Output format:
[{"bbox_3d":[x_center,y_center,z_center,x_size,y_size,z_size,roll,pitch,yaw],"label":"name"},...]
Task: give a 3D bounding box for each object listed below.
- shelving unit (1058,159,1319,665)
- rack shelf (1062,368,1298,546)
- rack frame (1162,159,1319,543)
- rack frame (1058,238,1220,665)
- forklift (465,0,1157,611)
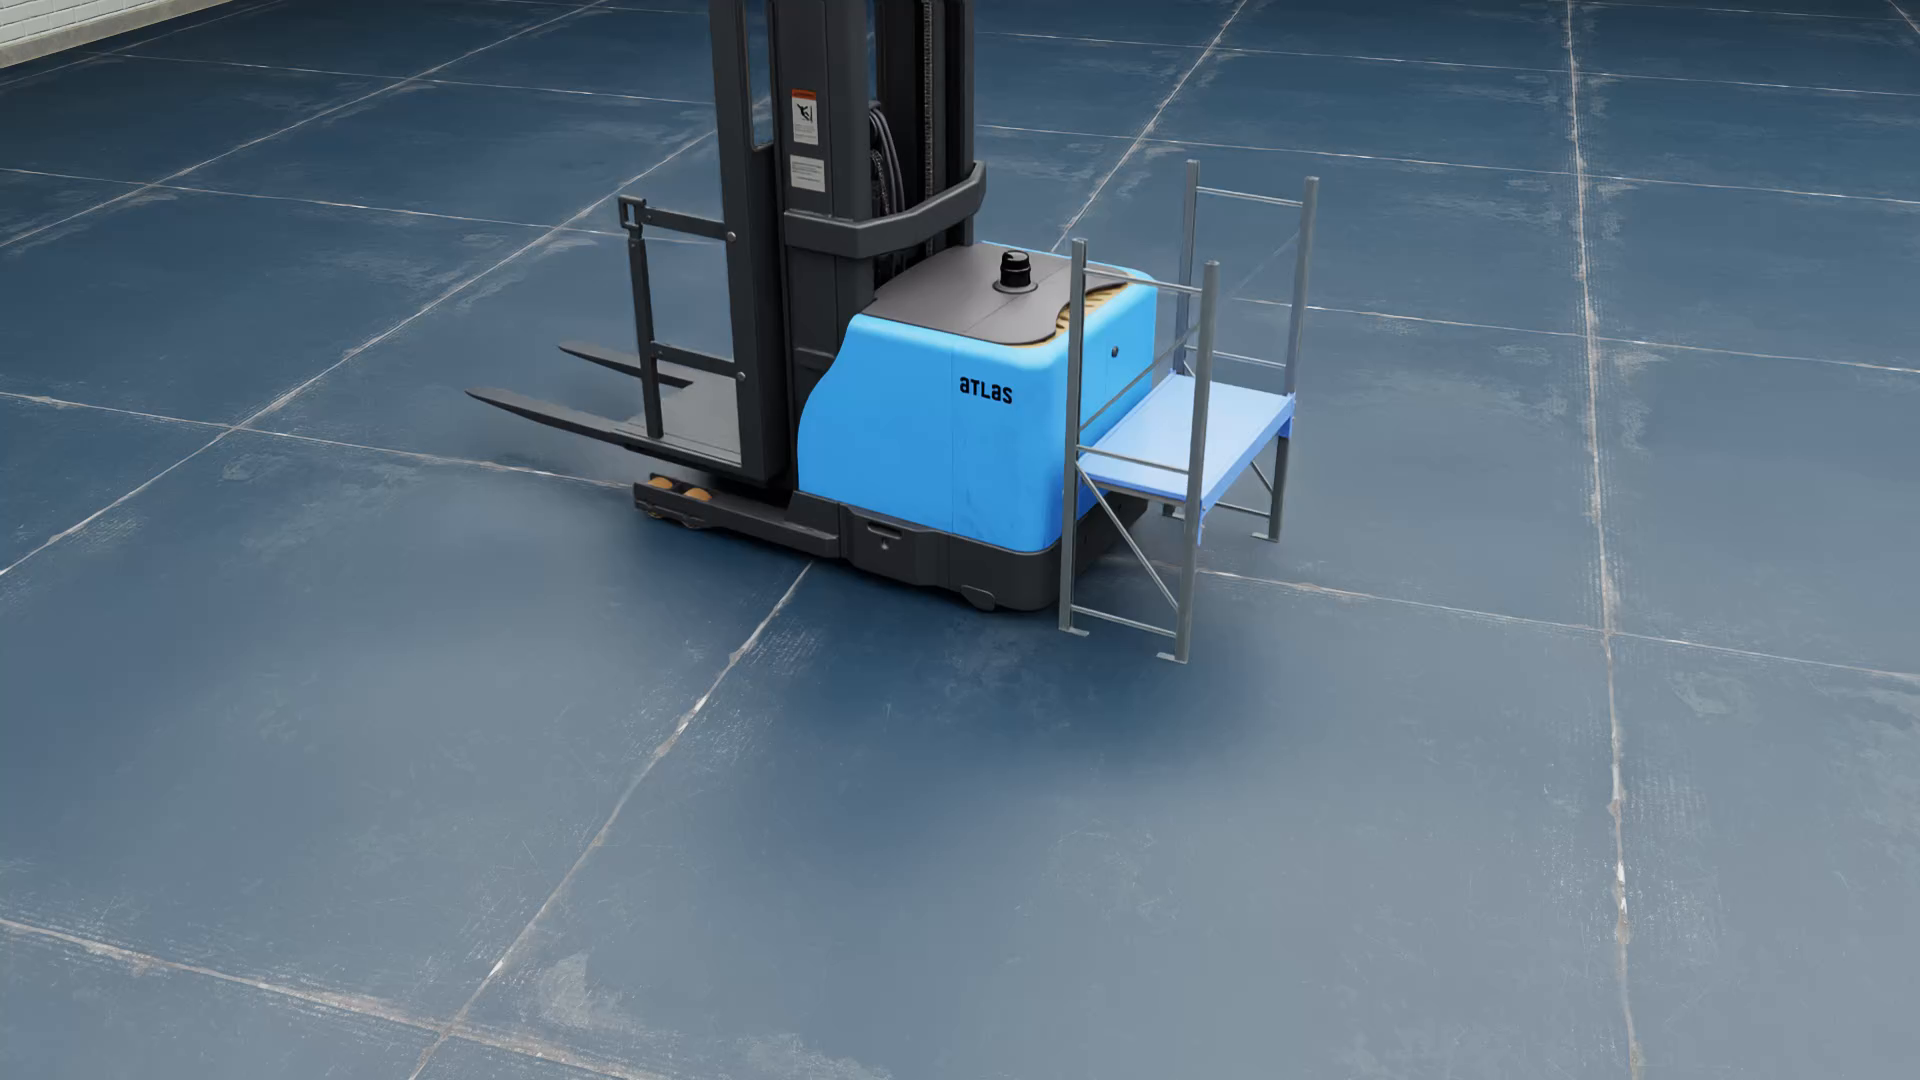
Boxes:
[{"bbox_3d":[0.832,-0.488,6.085,0.538,1.500,1.048,15,32,24],"label":"shelving unit"},{"bbox_3d":[0.832,-0.331,6.172,0.538,0.185,1.000,15,32,24],"label":"rack shelf"},{"bbox_3d":[1.072,-0.706,6.476,0.500,1.500,0.032,15,32,24],"label":"rack frame"},{"bbox_3d":[0.592,-0.270,5.693,0.500,1.500,0.032,15,32,24],"label":"rack frame"},{"bbox_3d":[-0.760,-1.529,6.483,3.031,2.935,1.130,16,33,26],"label":"forklift"}]
